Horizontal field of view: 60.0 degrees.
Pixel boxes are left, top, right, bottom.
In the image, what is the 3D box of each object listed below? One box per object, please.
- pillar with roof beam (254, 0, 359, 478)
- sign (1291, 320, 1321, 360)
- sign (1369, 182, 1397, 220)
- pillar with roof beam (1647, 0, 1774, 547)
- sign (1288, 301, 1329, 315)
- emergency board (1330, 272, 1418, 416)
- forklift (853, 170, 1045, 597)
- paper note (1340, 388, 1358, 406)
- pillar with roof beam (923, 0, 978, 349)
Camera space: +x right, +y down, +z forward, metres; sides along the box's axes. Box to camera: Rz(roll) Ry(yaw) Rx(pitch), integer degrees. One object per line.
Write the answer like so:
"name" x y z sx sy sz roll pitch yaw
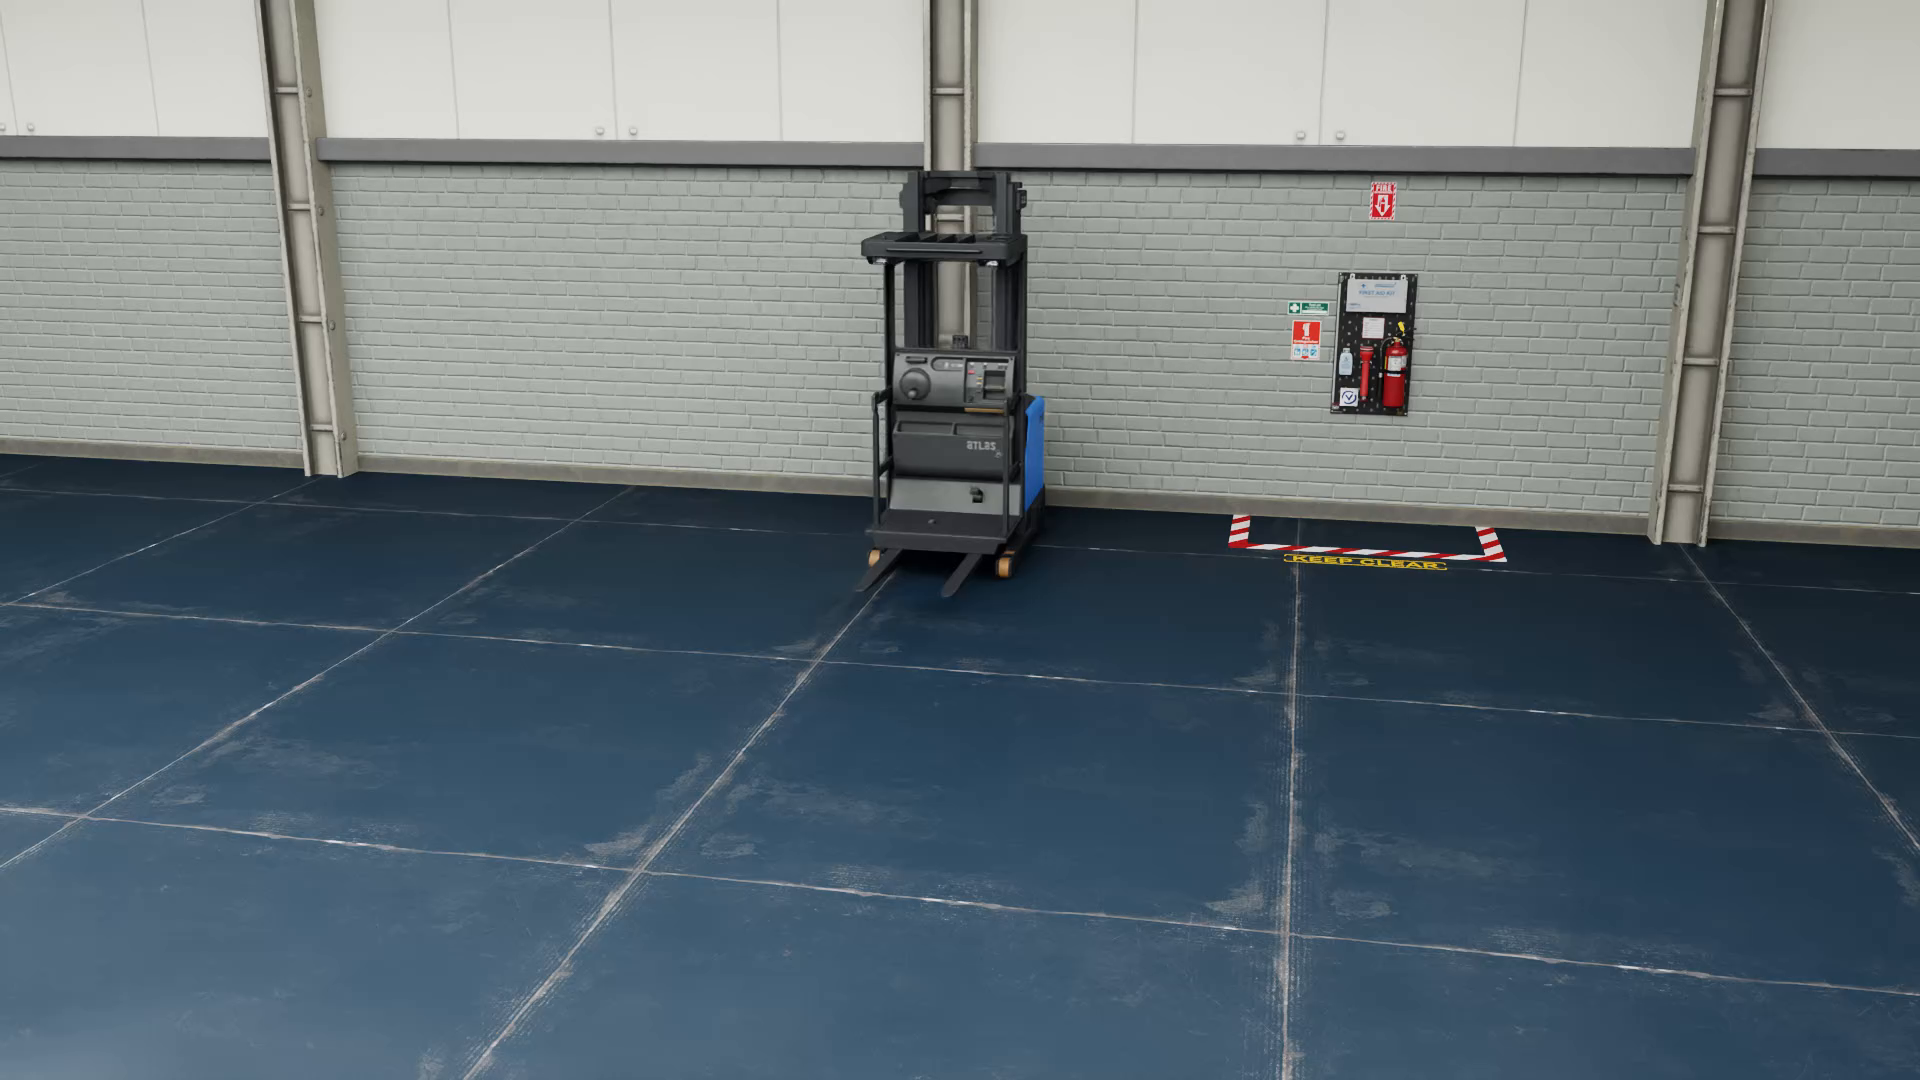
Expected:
"pillar with roof beam" -6.813 -3.846 10.519 0.400 9.000 9.100 3 16 11
"sign" 2.869 -1.658 13.790 0.234 0.329 0.001 3 16 11
"sign" 3.403 -2.728 13.378 0.199 0.298 0.001 3 16 11
"pillar with roof beam" 4.947 -3.208 8.214 0.400 9.000 9.100 3 16 11
"sign" 2.872 -1.910 13.710 0.331 0.109 0.001 3 16 11
"emergency board" 3.391 -1.584 13.592 0.643 1.169 0.194 3 16 11
"forklift" -0.090 -1.228 12.435 1.130 2.935 3.031 3 16 11
"paper note" 3.231 -1.187 13.808 0.142 0.148 0.016 3 16 11
"pillar with roof beam" -0.933 -3.527 9.367 0.400 9.000 9.100 3 16 11
